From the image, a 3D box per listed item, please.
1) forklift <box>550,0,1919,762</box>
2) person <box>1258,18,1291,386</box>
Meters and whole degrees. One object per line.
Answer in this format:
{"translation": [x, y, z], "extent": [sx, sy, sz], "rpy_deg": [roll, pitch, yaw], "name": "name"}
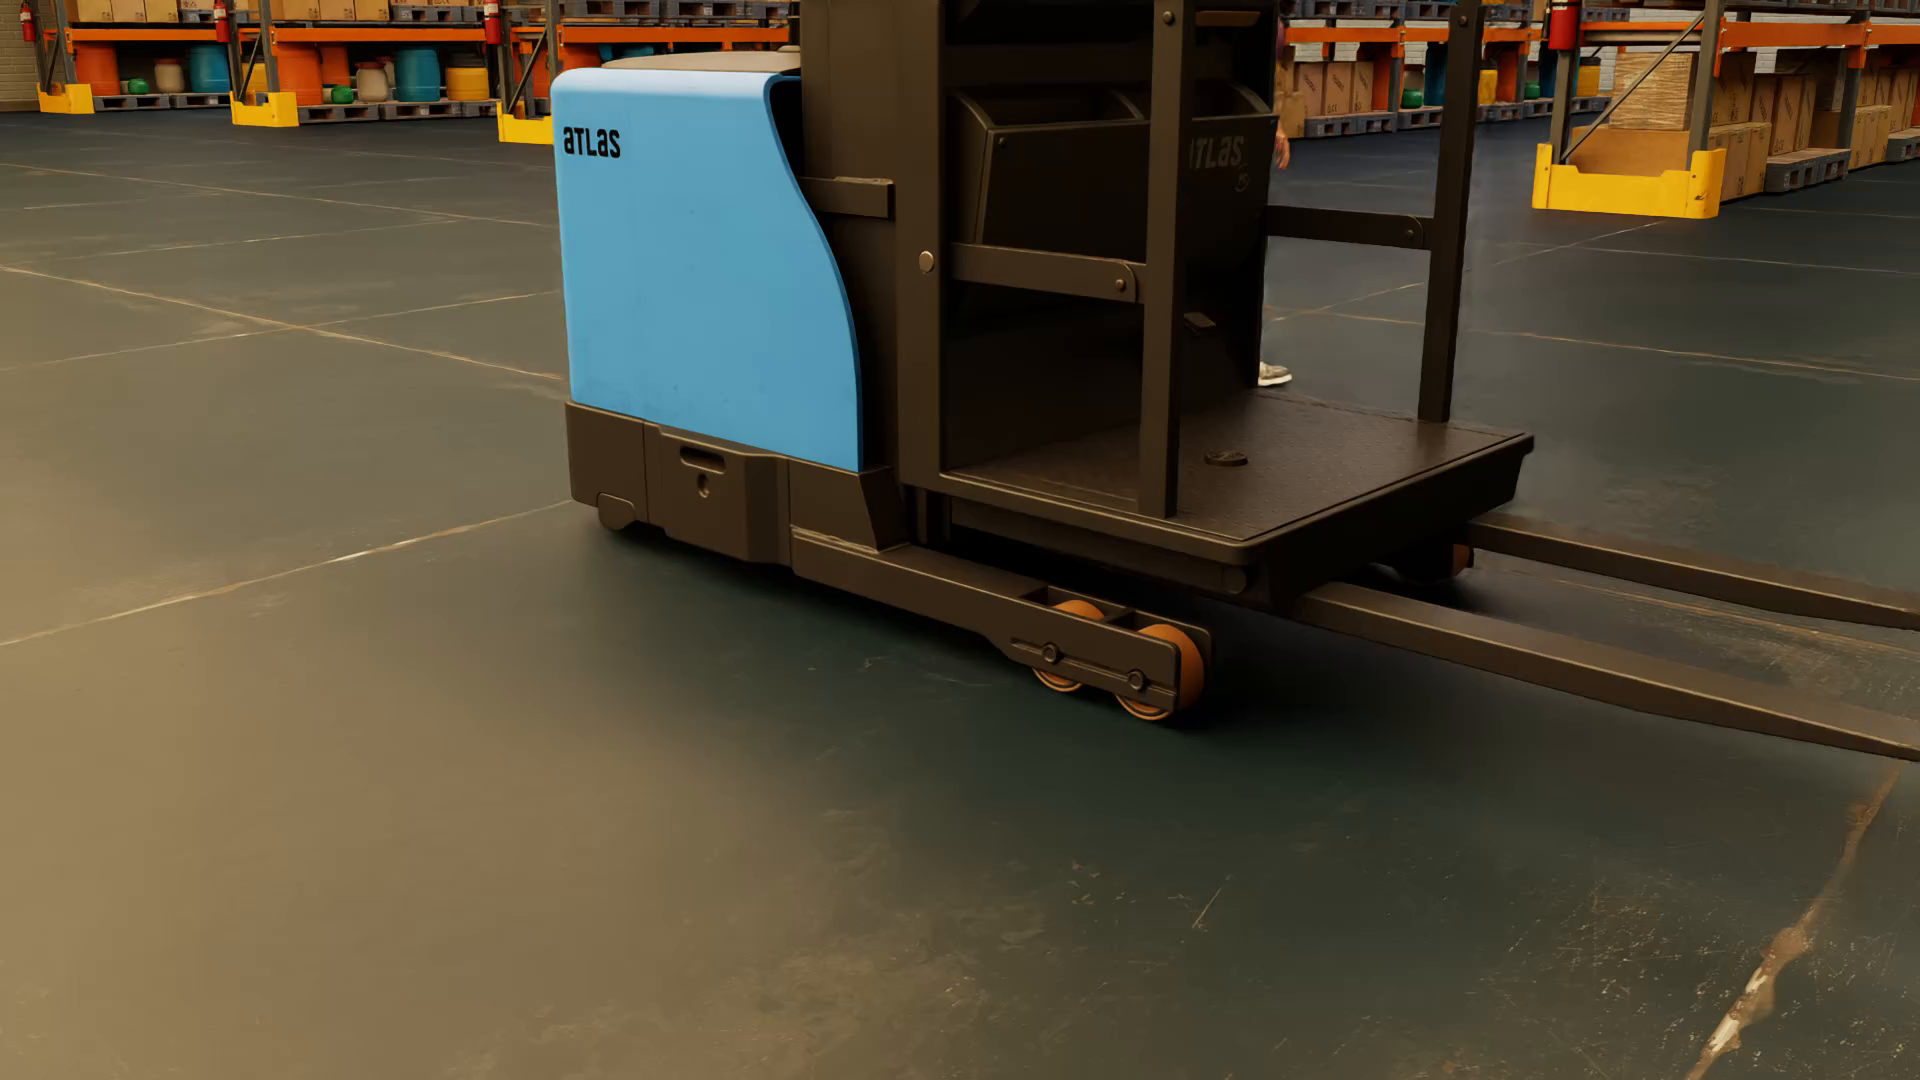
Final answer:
{"translation": [0.477, -1.258, 3.041], "extent": [3.031, 2.935, 1.130], "rpy_deg": [15, 22, 40], "name": "forklift"}
{"translation": [0.975, -1.335, 5.639], "extent": [0.451, 1.578, 0.617], "rpy_deg": [7, 18, 23], "name": "person"}
